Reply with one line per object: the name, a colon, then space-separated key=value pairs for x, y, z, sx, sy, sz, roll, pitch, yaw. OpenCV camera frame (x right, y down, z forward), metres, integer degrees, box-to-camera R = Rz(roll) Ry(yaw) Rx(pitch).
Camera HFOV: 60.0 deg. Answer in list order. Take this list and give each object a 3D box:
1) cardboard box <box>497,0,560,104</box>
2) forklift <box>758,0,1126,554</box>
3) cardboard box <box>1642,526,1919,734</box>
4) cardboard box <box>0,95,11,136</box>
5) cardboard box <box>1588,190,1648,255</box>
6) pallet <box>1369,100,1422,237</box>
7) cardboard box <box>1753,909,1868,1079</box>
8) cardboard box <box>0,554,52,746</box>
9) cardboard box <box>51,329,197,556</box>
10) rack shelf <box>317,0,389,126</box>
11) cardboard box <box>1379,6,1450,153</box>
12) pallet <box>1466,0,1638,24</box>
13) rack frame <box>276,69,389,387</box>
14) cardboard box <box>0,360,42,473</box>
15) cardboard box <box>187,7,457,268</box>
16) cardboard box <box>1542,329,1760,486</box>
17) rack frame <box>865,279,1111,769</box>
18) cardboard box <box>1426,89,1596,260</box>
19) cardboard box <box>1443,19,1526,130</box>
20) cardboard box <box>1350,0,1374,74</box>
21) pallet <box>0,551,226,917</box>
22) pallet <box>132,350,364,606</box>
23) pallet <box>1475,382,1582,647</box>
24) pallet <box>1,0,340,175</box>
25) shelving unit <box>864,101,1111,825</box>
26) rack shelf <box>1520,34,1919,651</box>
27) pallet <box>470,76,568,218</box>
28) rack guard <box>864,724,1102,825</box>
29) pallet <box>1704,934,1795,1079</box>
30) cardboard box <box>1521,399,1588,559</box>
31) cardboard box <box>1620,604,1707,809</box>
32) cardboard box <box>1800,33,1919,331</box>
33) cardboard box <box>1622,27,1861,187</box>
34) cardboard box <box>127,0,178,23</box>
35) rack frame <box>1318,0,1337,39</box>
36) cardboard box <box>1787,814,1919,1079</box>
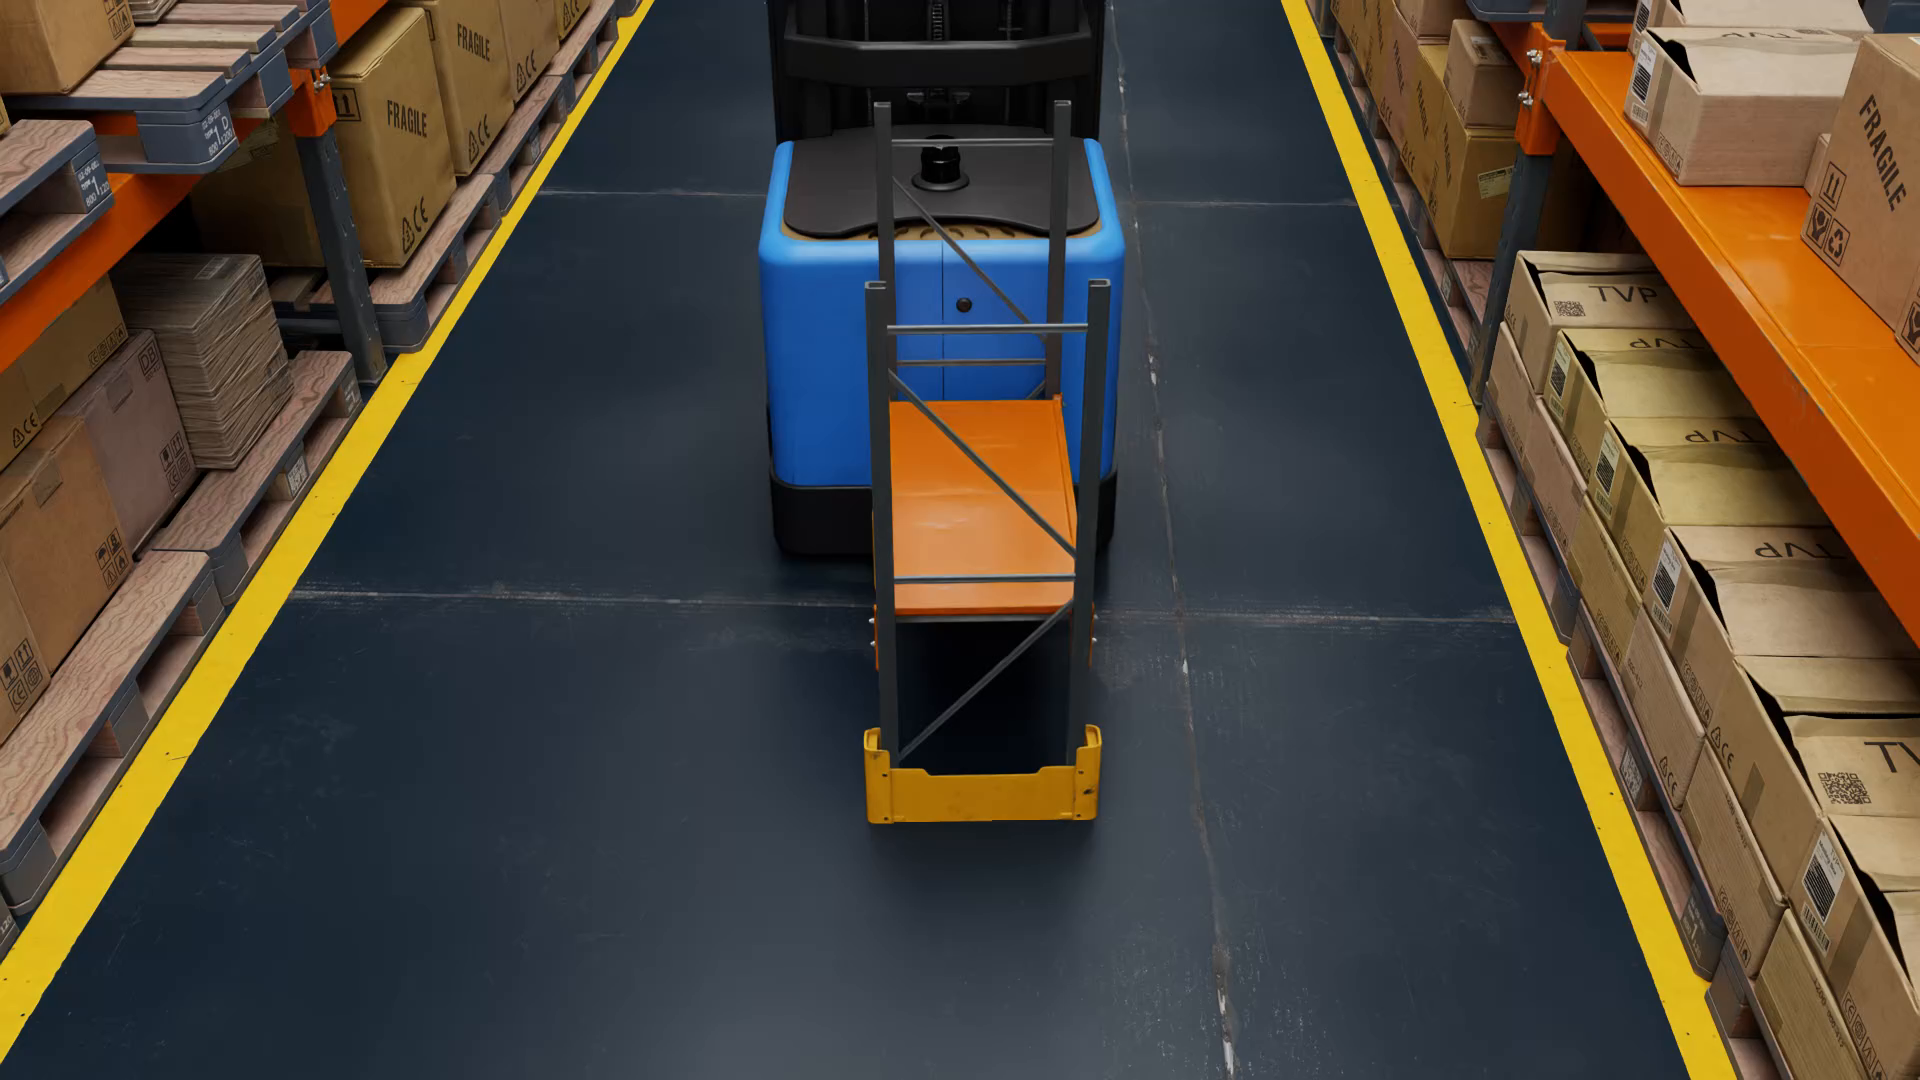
cardboard box: x=-2.383 y=-2.536 z=7.753 sx=0.750 sy=0.750 sz=0.750 roll=2 pitch=35 yaw=3
forklift: x=-0.082 y=-1.973 z=5.508 sx=1.130 sy=2.935 sz=3.031 roll=-1 pitch=35 yaw=-1
cardboard box: x=1.966 y=0.188 z=3.912 sx=0.500 sy=0.311 sz=0.500 roll=1 pitch=35 yaw=1
cardboard box: x=-2.651 y=-1.067 z=3.689 sx=0.700 sy=0.500 sz=0.500 roll=1 pitch=35 yaw=2
cardboard box: x=2.639 y=-1.132 z=6.044 sx=0.500 sy=0.500 sz=0.500 roll=3 pitch=35 yaw=4
pallet: x=2.455 y=-1.706 z=7.494 sx=1.003 sy=0.211 sz=1.213 roll=1 pitch=35 yaw=2
cardboard box: x=1.924 y=0.996 z=3.251 sx=0.500 sy=0.250 sz=0.500 roll=1 pitch=35 yaw=1
cardboard box: x=-2.730 y=0.295 z=4.013 sx=0.700 sy=0.500 sz=0.500 roll=2 pitch=35 yaw=2
cardboard box: x=-2.728 y=-0.281 z=4.833 sx=0.700 sy=0.500 sz=0.500 roll=1 pitch=35 yaw=2
rack shelf: x=-2.534 y=-2.687 z=7.090 sx=1.077 sy=0.370 sz=4.000 roll=1 pitch=35 yaw=2
cardboard box: x=2.175 y=-2.019 z=7.306 sx=0.500 sy=0.500 sz=0.500 roll=0 pitch=35 yaw=0
pallet: x=2.293 y=-2.033 z=5.700 sx=1.213 sy=0.211 sz=1.003 roll=1 pitch=35 yaw=2
rack frame: x=-2.614 y=-1.832 z=5.248 sx=1.000 sy=3.000 sz=0.127 roll=1 pitch=35 yaw=2
cardboard box: x=-2.692 y=-0.260 z=4.150 sx=0.500 sy=0.250 sz=0.500 roll=1 pitch=35 yaw=2
cardboard box: x=-2.454 y=-1.544 z=6.343 sx=0.750 sy=0.750 sz=0.750 roll=1 pitch=35 yaw=1
cardboard box: x=2.008 y=-0.400 z=4.749 sx=0.500 sy=0.311 sz=0.500 roll=1 pitch=35 yaw=1
rack frame: x=0.056 y=0.092 z=3.815 sx=0.500 sy=1.500 sz=0.032 roll=-1 pitch=35 yaw=-1
cardboard box: x=2.139 y=-1.420 z=6.453 sx=0.500 sy=0.500 sz=0.500 roll=3 pitch=35 yaw=4
cardboard box: x=2.137 y=-1.759 z=6.284 sx=0.500 sy=0.250 sz=0.500 roll=3 pitch=35 yaw=4
cardboard box: x=2.223 y=-2.596 z=8.127 sx=0.500 sy=0.500 sz=0.500 roll=2 pitch=35 yaw=3
pallet: x=-2.699 y=0.457 z=4.417 sx=1.003 sy=0.211 sz=1.213 roll=1 pitch=35 yaw=2
pallet: x=-2.647 y=-0.243 z=5.411 sx=1.003 sy=0.211 sz=1.213 roll=1 pitch=35 yaw=2
pallet: x=2.264 y=-0.107 z=5.219 sx=1.003 sy=0.211 sz=1.213 roll=1 pitch=35 yaw=2
pallet: x=-2.536 y=-1.342 z=4.718 sx=1.213 sy=0.211 sz=1.003 roll=1 pitch=35 yaw=2
shelving unit: x=0.044 y=-0.206 z=4.238 sx=0.587 sy=1.500 sz=1.083 roll=-1 pitch=35 yaw=-1
rack shelf: x=2.255 y=-0.277 z=3.661 sx=1.077 sy=0.370 sz=4.000 roll=1 pitch=35 yaw=2
pallet: x=-2.456 y=-1.842 z=7.687 sx=1.003 sy=0.211 sz=1.213 roll=1 pitch=35 yaw=2
rack guard: x=0.056 y=0.592 z=4.190 sx=0.587 sy=0.250 sz=0.087 roll=-1 pitch=35 yaw=-1
pallet: x=2.166 y=1.295 z=3.224 sx=1.003 sy=0.211 sz=1.213 roll=1 pitch=35 yaw=2
cardboard box: x=2.002 y=-0.184 z=4.929 sx=0.500 sy=0.250 sz=0.500 roll=0 pitch=35 yaw=1
cardboard box: x=1.966 y=0.409 z=4.085 sx=0.500 sy=0.250 sz=0.500 roll=2 pitch=35 yaw=3
cardboard box: x=2.285 y=-0.797 z=3.688 sx=0.500 sy=0.500 sz=0.500 roll=0 pitch=35 yaw=-1
cardboard box: x=2.106 y=-1.174 z=4.390 sx=0.500 sy=0.311 sz=0.500 roll=1 pitch=35 yaw=1
cardboard box: x=-2.623 y=-1.783 z=4.709 sx=0.700 sy=0.500 sz=0.500 roll=-3 pitch=35 yaw=-4
rack frame: x=2.496 y=-4.018 z=8.359 sx=1.000 sy=3.000 sz=0.127 roll=1 pitch=35 yaw=2
cardboard box: x=1.919 y=0.763 z=3.093 sx=0.500 sy=0.311 sz=0.500 roll=2 pitch=35 yaw=3
